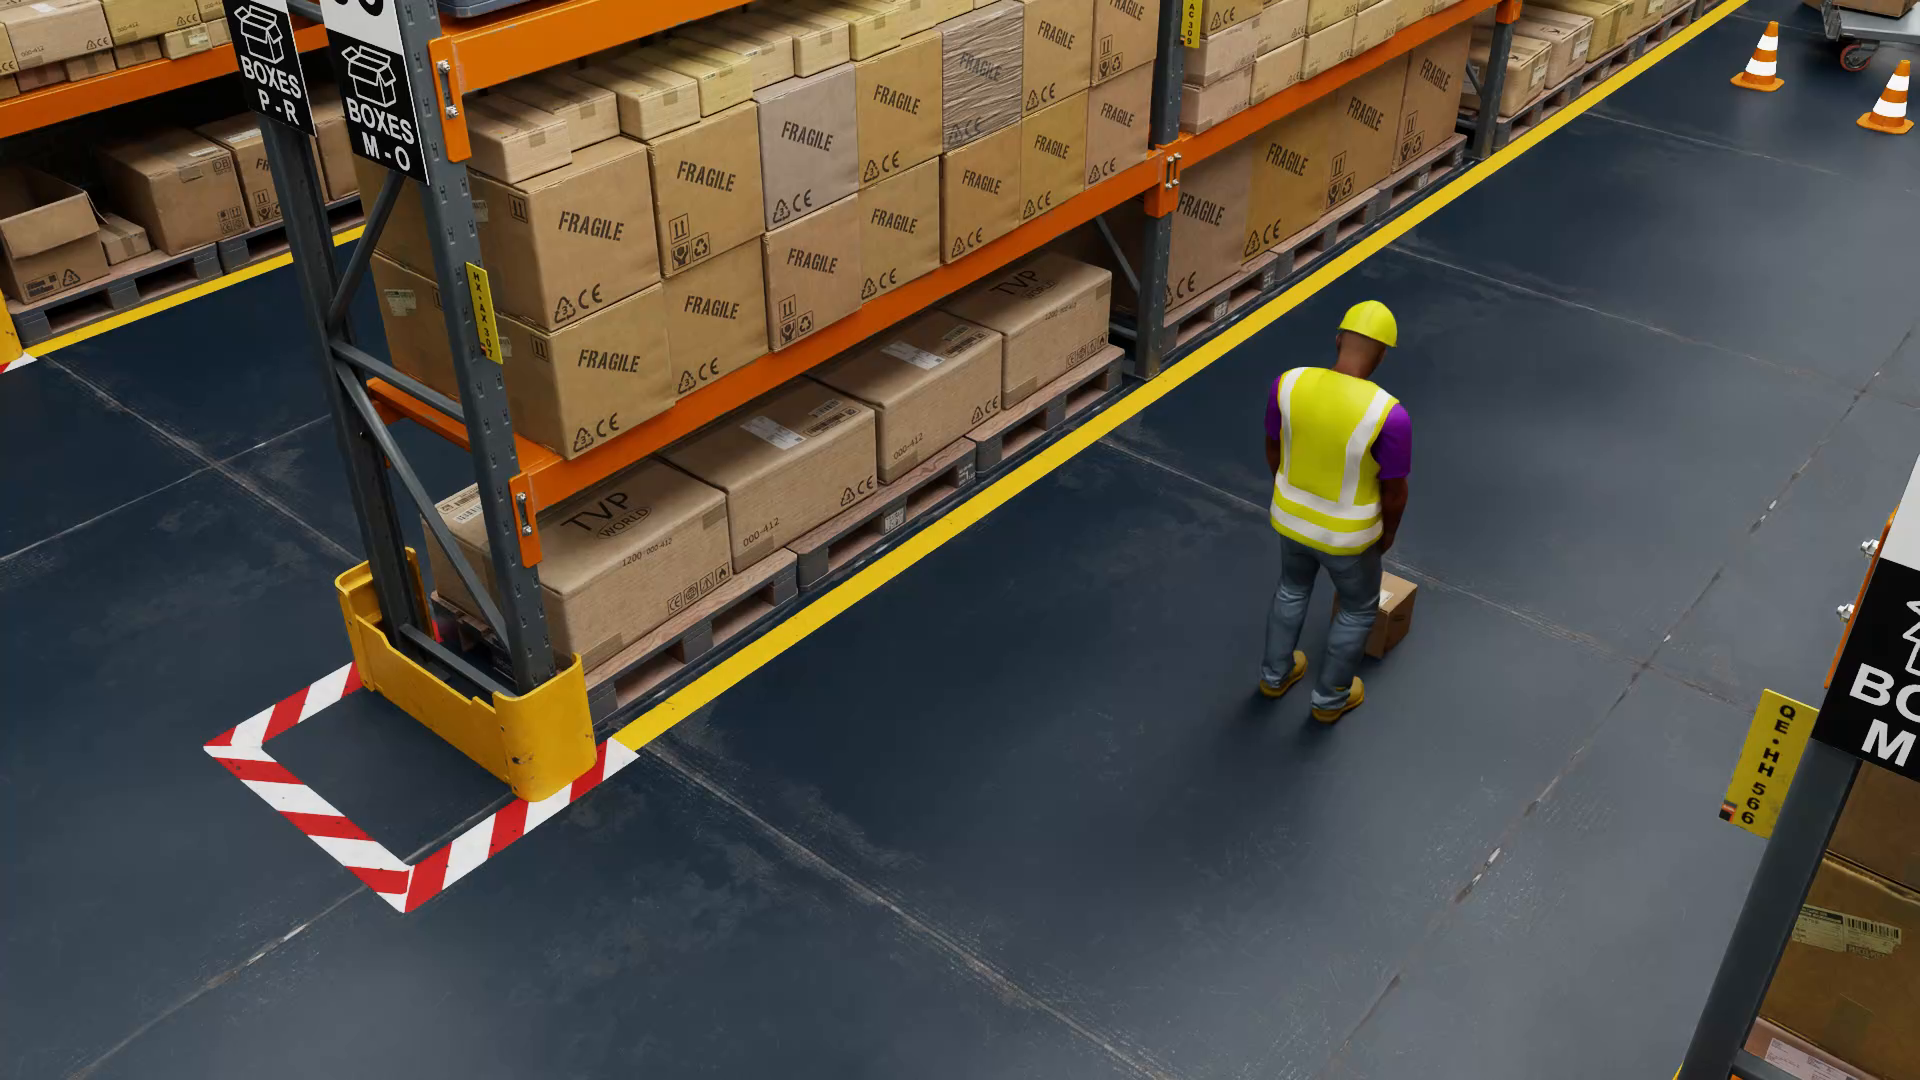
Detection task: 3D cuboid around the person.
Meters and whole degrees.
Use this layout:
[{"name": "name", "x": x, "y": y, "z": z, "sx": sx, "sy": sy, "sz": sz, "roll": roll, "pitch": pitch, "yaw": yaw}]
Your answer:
[{"name": "person", "x": 1.401, "y": -0.094, "z": 6.304, "sx": 0.591, "sy": 1.717, "sz": 0.453, "roll": 27, "pitch": 43, "yaw": 33}]
